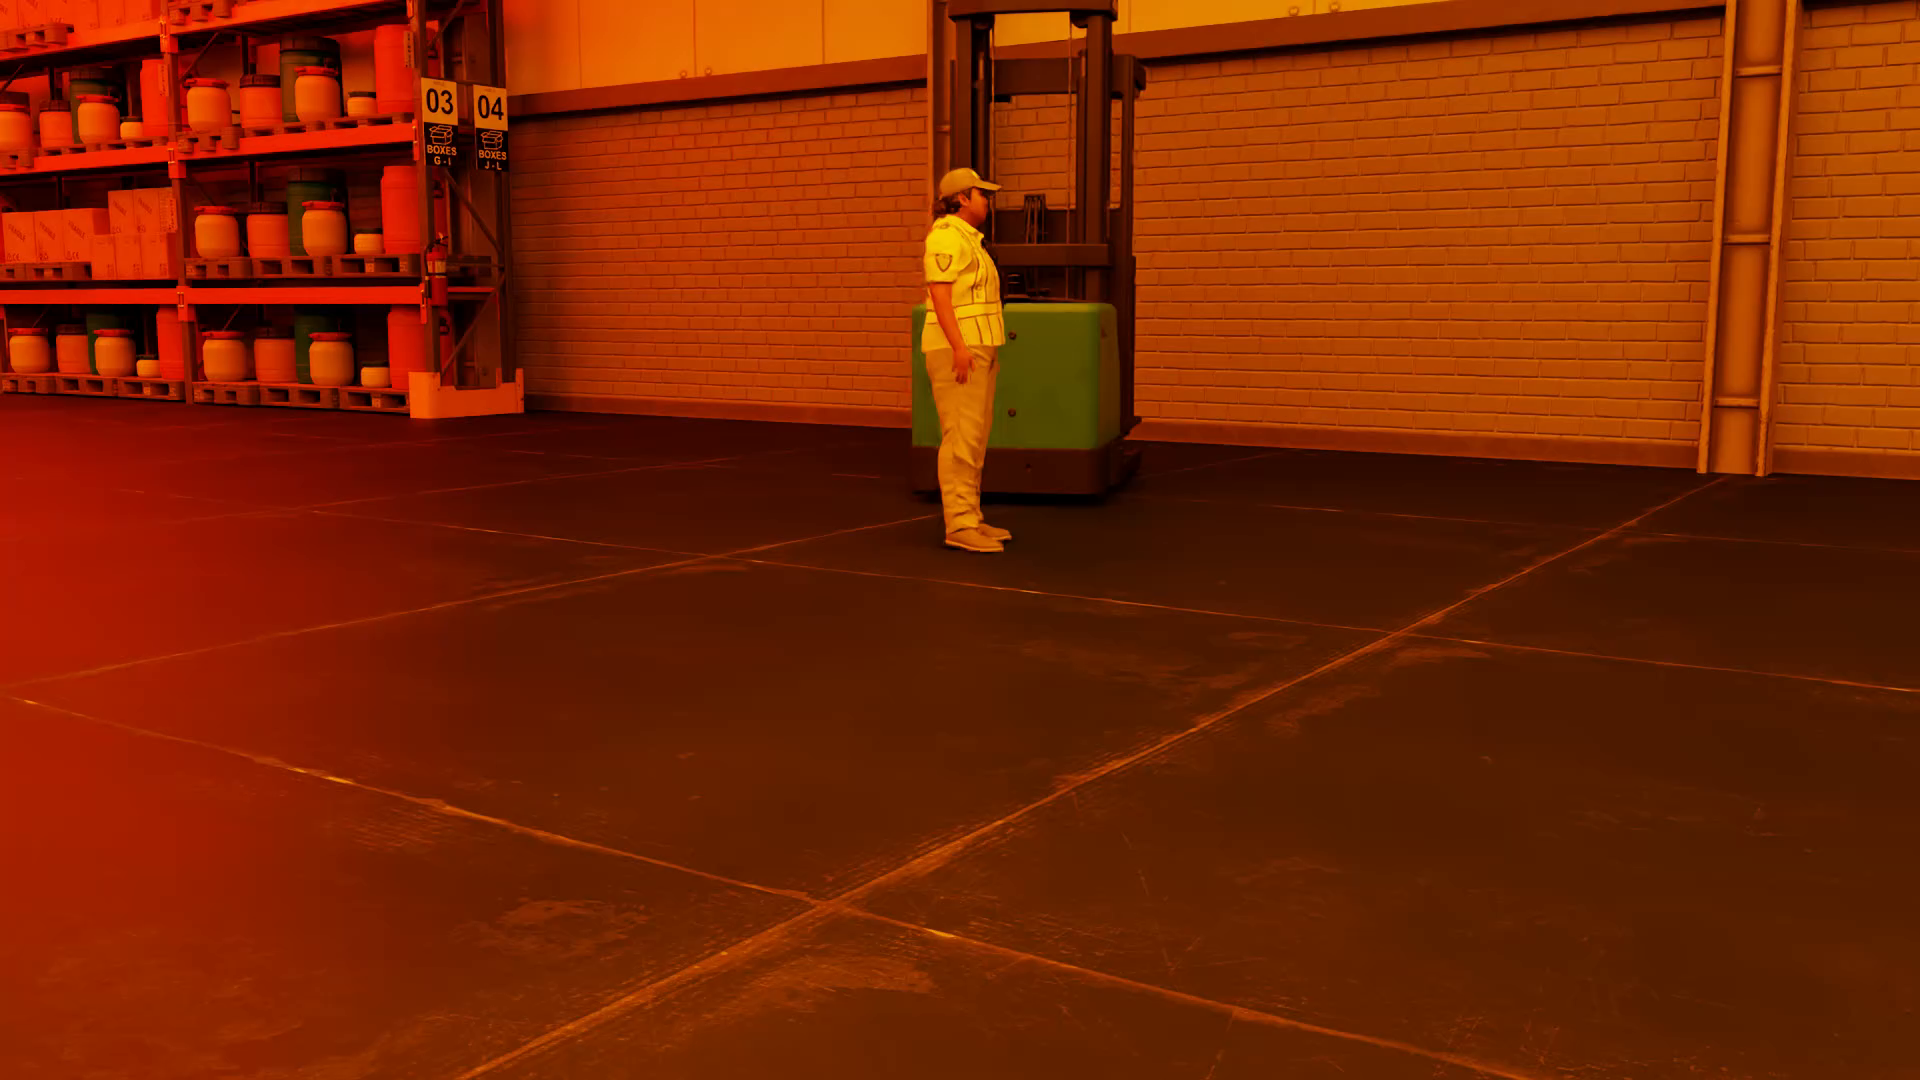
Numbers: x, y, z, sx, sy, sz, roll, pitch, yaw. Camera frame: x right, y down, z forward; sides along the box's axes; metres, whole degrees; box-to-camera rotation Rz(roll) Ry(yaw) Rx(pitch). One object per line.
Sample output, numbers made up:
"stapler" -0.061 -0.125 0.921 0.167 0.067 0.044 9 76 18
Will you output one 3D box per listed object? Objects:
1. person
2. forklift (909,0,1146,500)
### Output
"person" 0.037 -0.818 7.443 0.420 1.673 0.670 1 8 10
"forklift" 0.533 -1.839 10.128 1.130 2.935 3.031 2 8 12
